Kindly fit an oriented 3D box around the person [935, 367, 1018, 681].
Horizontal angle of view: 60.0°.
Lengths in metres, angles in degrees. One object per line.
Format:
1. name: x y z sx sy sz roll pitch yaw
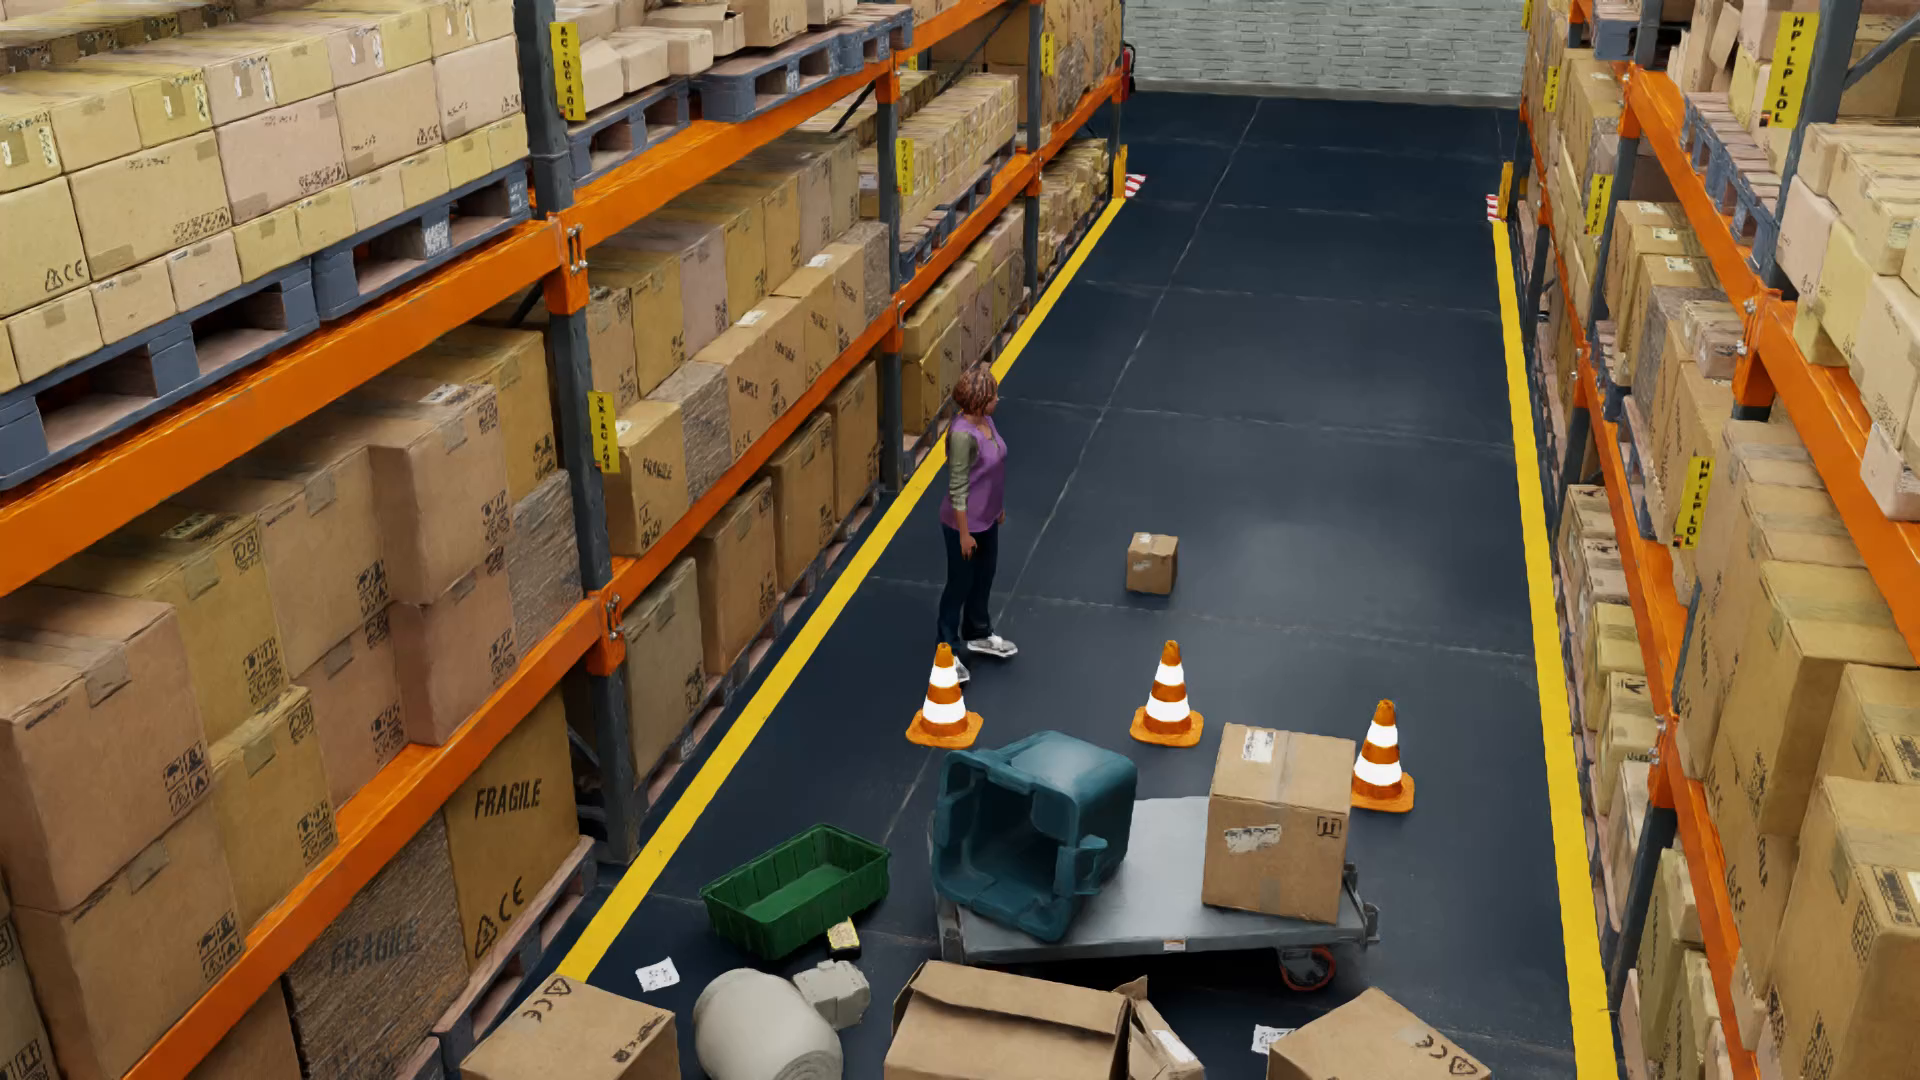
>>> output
1. person: 0.074 -0.092 8.256 0.371 1.601 0.486 10 28 20
